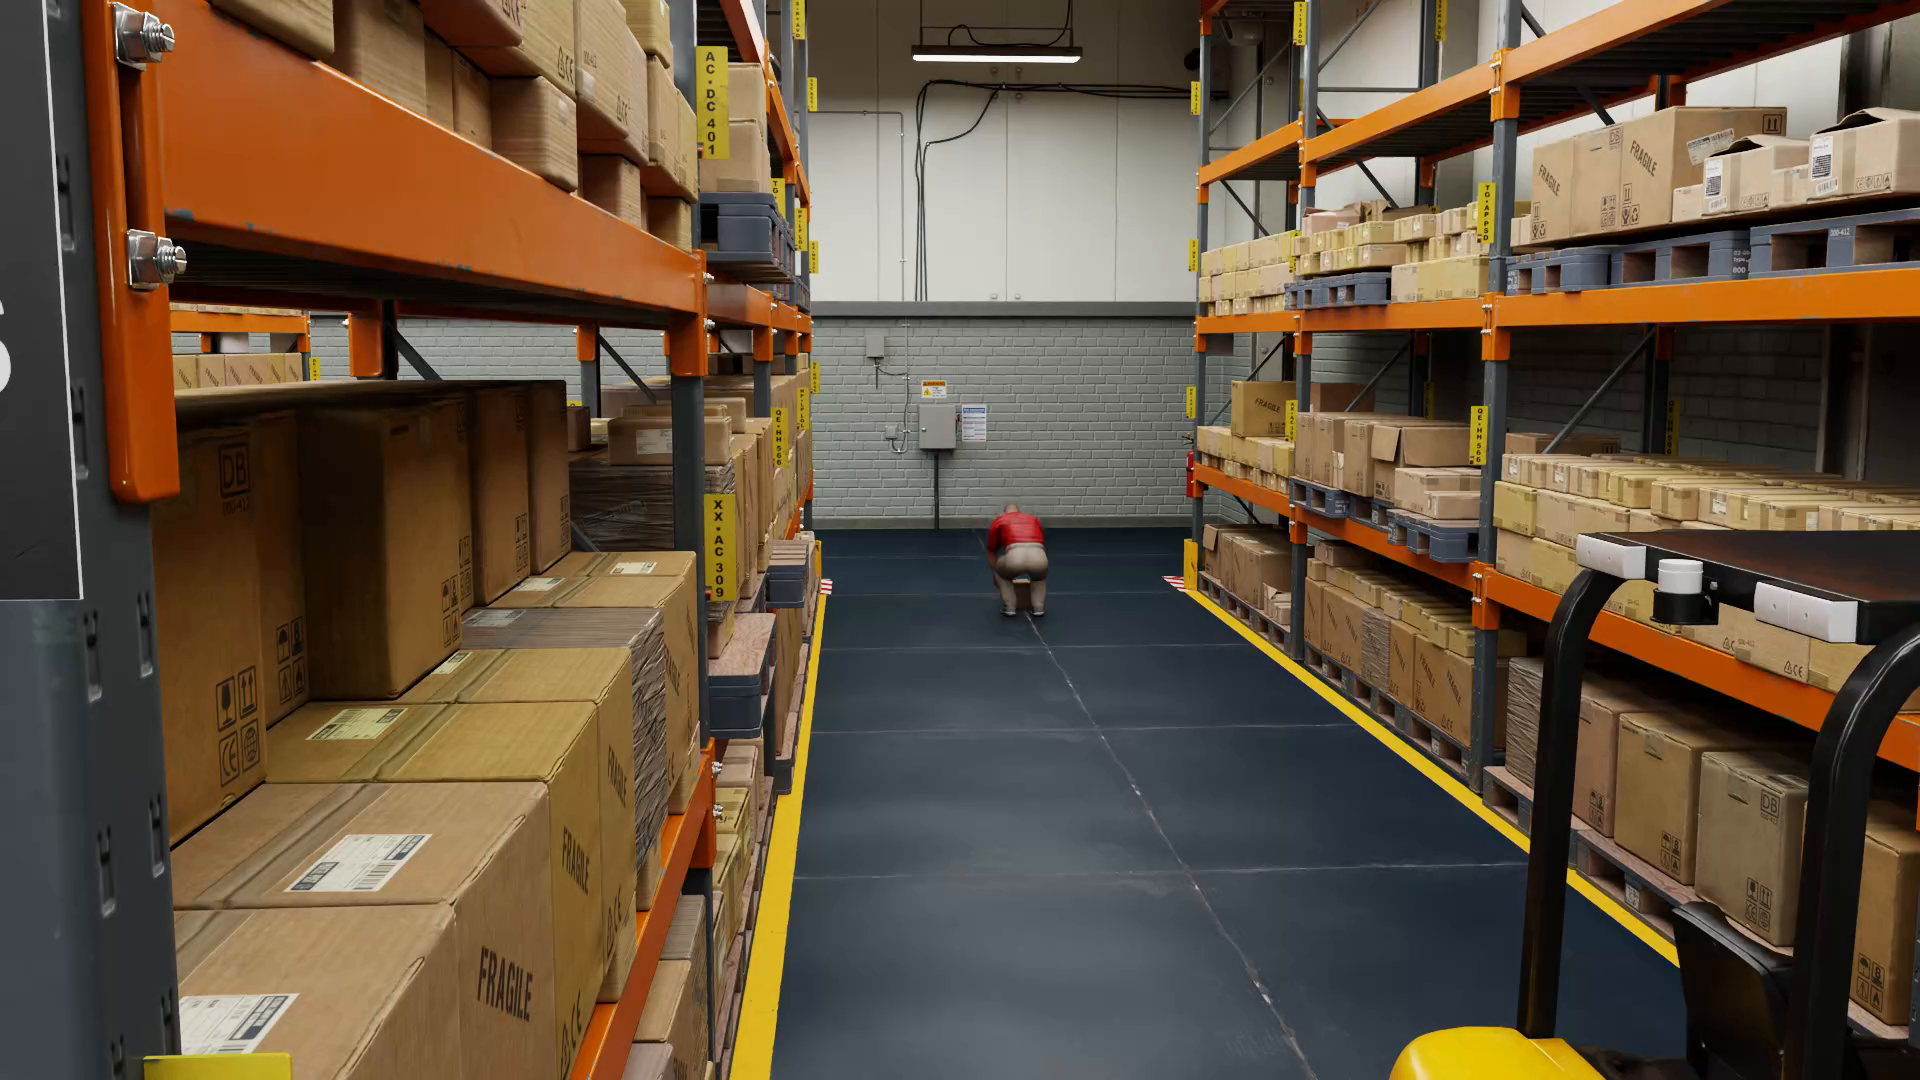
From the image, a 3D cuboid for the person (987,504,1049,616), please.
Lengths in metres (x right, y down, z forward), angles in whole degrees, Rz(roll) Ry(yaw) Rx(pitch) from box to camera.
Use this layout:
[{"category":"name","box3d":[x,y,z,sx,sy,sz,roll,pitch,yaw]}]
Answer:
[{"category":"person","box3d":[0.552,0.193,15.759,0.570,1.007,0.866,0,7,-4]}]
